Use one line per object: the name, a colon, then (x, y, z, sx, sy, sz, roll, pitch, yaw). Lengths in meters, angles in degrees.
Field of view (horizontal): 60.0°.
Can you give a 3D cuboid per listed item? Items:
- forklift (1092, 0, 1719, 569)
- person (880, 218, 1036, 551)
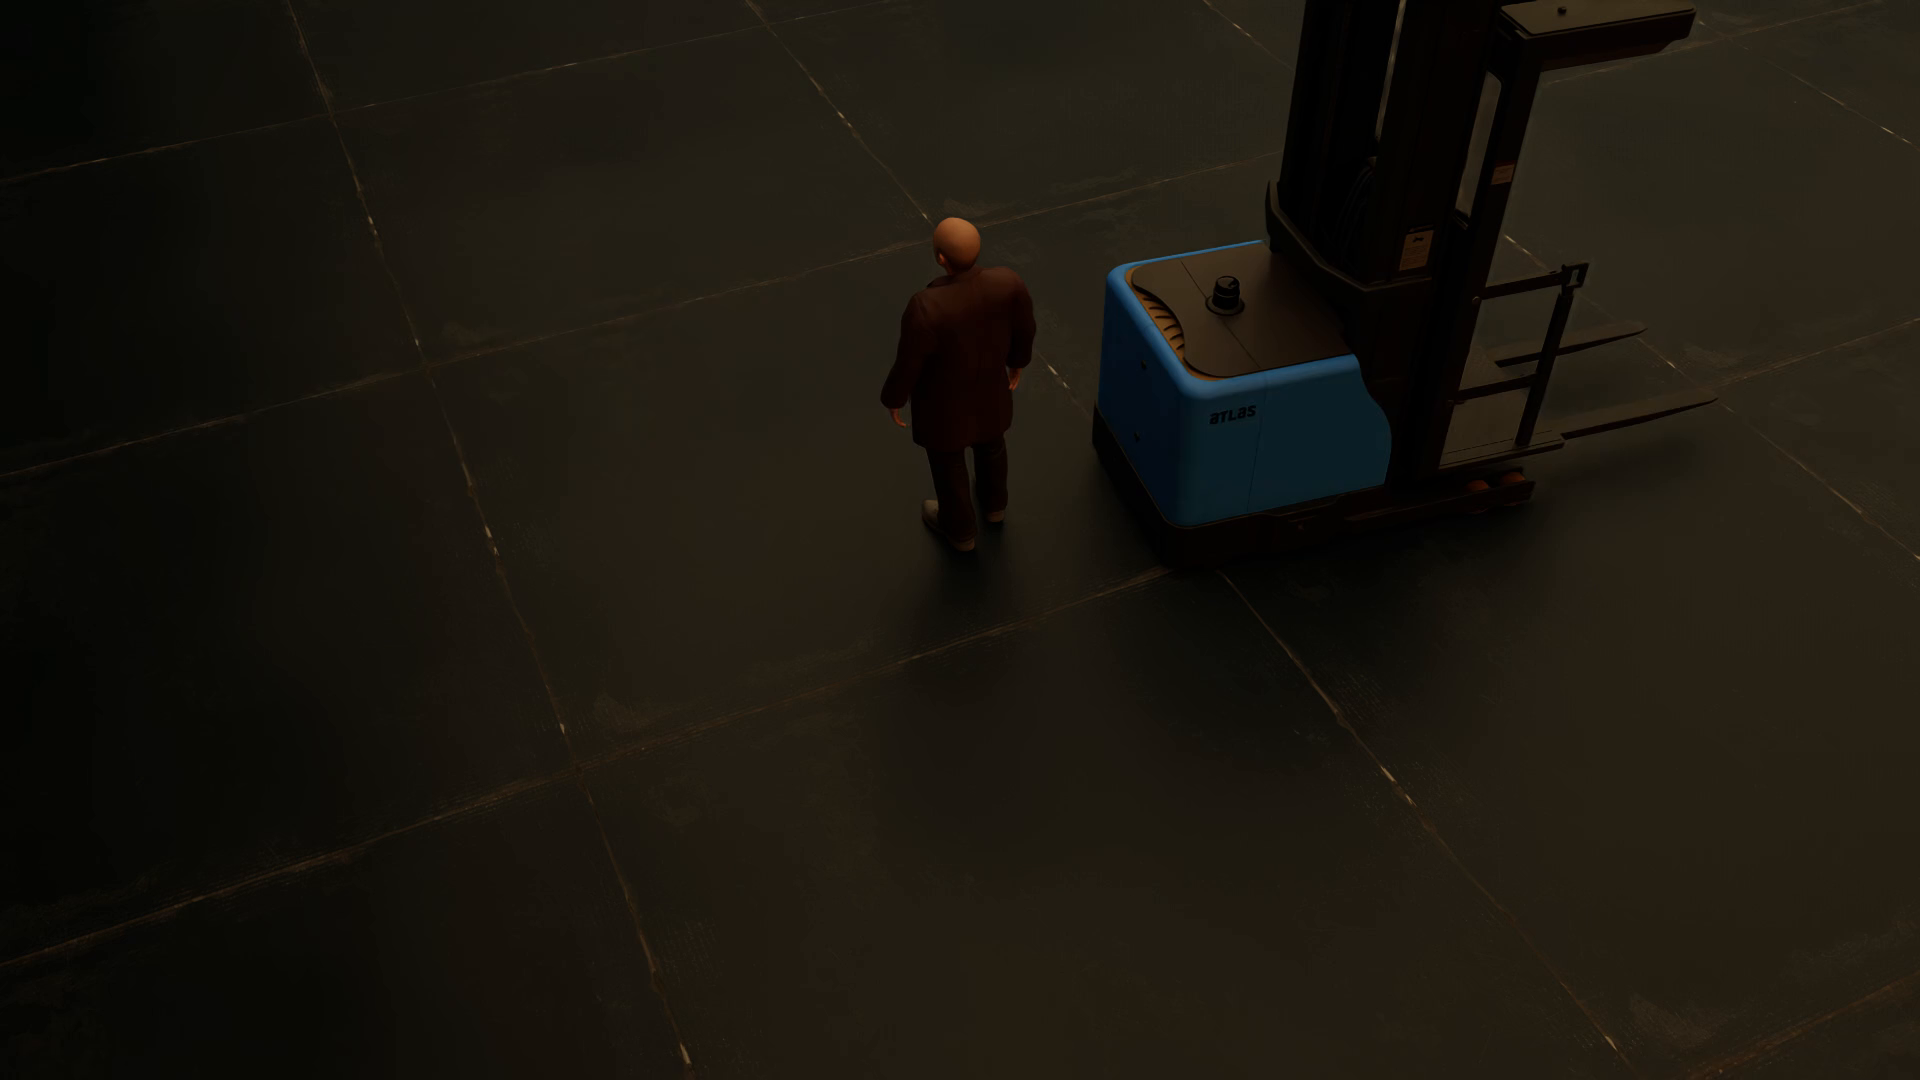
forklift: (2.230, -1.526, 7.316, 3.031, 2.935, 1.130, -12, 44, -13)
person: (-0.043, -0.713, 7.281, 0.694, 1.779, 0.567, -18, 46, -18)
